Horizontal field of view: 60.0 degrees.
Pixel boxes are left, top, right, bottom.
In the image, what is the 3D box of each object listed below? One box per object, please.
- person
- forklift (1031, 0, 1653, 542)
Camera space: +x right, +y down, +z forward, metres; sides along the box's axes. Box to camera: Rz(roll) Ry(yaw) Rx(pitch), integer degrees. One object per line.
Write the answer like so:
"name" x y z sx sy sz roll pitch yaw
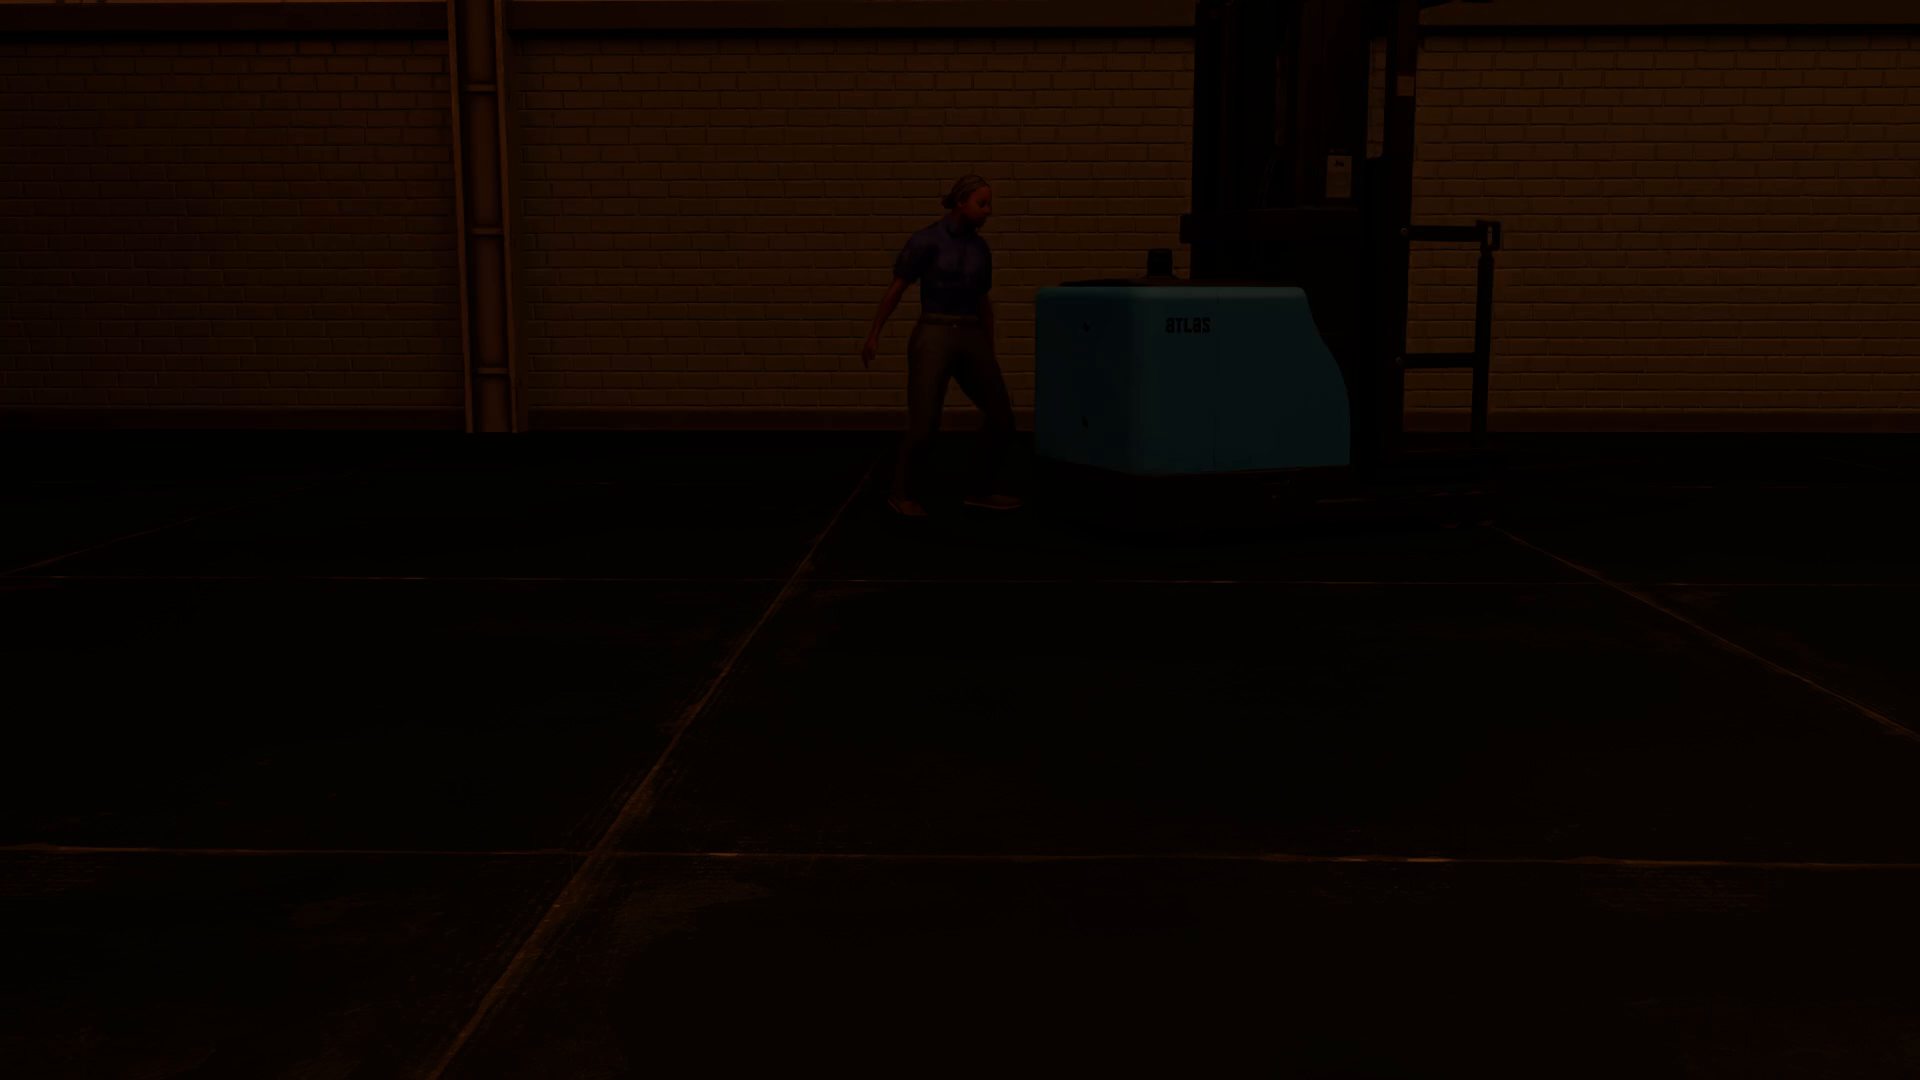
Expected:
"person" -0.084 -0.898 7.885 0.815 1.634 0.446 -5 10 -30
"forklift" 1.888 -1.565 7.664 3.031 2.935 1.130 -4 10 -24
